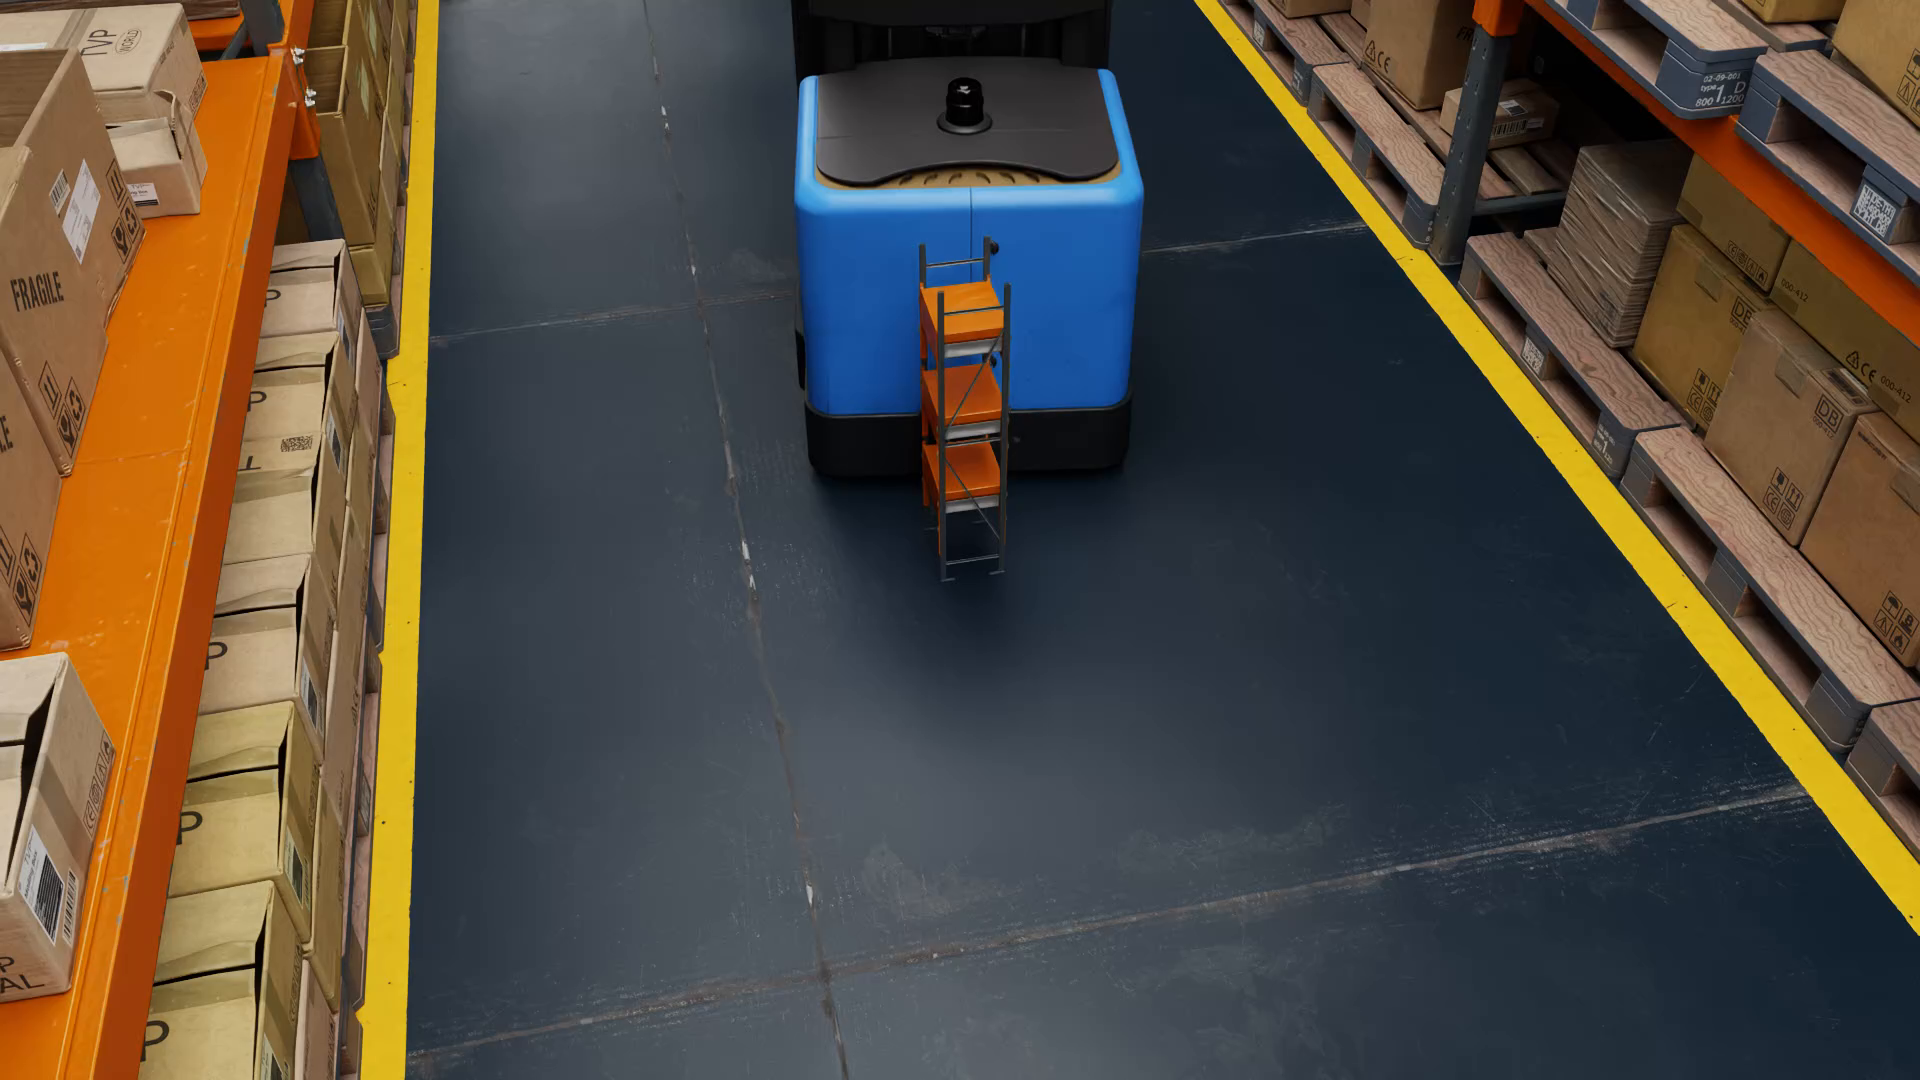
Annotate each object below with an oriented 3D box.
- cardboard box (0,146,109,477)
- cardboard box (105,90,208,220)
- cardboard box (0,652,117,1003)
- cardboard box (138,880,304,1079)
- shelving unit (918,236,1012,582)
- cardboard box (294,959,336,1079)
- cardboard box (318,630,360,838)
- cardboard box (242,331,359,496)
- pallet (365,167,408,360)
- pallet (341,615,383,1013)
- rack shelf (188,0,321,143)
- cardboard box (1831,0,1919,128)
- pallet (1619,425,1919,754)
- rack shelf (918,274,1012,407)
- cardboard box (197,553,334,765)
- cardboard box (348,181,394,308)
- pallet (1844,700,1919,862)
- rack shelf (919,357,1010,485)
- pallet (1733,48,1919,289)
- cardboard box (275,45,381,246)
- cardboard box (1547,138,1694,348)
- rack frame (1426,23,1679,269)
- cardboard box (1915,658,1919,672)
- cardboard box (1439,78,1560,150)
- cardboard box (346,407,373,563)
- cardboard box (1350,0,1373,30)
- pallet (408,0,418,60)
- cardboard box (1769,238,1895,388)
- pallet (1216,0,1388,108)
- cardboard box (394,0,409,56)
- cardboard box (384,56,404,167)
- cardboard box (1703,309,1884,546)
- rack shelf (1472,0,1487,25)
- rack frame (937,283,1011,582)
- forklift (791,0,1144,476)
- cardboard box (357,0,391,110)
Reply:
[{"bbox_3d":[-2.133,-0.443,3.414,0.500,0.500,0.500,-8,42,-9],"label":"cardboard box"},{"bbox_3d":[-2.136,-0.978,4.193,0.396,0.266,0.258,-9,42,-10],"label":"cardboard box"},{"bbox_3d":[-1.645,0.447,2.554,0.500,0.311,0.500,-9,42,-10],"label":"cardboard box"},{"bbox_3d":[-1.589,0.962,3.239,0.500,0.311,0.500,-9,42,-10],"label":"cardboard box"},{"bbox_3d":[0.012,-0.358,4.862,0.215,1.050,0.252,-8,42,-9],"label":"shelving unit"},{"bbox_3d":[-1.577,1.185,3.410,0.500,0.250,0.500,-9,42,-10],"label":"cardboard box"},{"bbox_3d":[-1.805,0.517,4.163,0.500,0.250,0.500,-8,42,-8],"label":"cardboard box"},{"bbox_3d":[-2.019,-0.352,4.720,0.500,0.311,0.500,-7,42,-8],"label":"cardboard box"},{"bbox_3d":[-2.635,-1.050,6.274,1.003,0.211,1.213,-8,42,-9],"label":"pallet"},{"bbox_3d":[-2.041,0.736,4.262,1.003,0.211,1.213,-8,42,-9],"label":"pallet"},{"bbox_3d":[-2.936,-2.599,6.460,1.077,0.370,4.000,-8,42,-9],"label":"rack shelf"},{"bbox_3d":[2.694,-1.365,4.122,0.700,0.500,0.500,-3,42,-3],"label":"cardboard box"},{"bbox_3d":[2.768,0.056,5.028,1.003,0.211,1.213,-8,42,-9],"label":"pallet"},{"bbox_3d":[0.012,-0.562,4.681,0.215,0.259,0.240,-8,42,-9],"label":"rack shelf"},{"bbox_3d":[-1.809,0.298,3.987,0.500,0.311,0.500,-9,42,-10],"label":"cardboard box"},{"bbox_3d":[-2.309,-1.044,5.922,0.500,0.250,0.500,-8,42,-9],"label":"cardboard box"},{"bbox_3d":[3.028,0.845,4.139,1.003,0.211,1.213,-8,42,-9],"label":"pallet"},{"bbox_3d":[0.012,-0.350,4.869,0.215,0.259,0.240,-8,42,-9],"label":"rack shelf"},{"bbox_3d":[2.728,-0.897,4.145,1.003,0.211,1.213,-8,42,-9],"label":"pallet"},{"bbox_3d":[-2.299,-1.326,5.675,0.500,0.500,0.500,-8,42,-9],"label":"cardboard box"},{"bbox_3d":[2.507,-1.039,5.712,0.700,0.500,0.500,-7,42,-8],"label":"cardboard box"},{"bbox_3d":[2.332,-2.284,5.563,1.000,3.000,0.127,-8,42,-9],"label":"rack frame"},{"bbox_3d":[2.991,0.269,4.238,0.700,0.500,0.500,-8,42,-9],"label":"cardboard box"},{"bbox_3d":[2.187,-1.731,6.744,0.380,0.166,0.250,-14,43,-15],"label":"cardboard box"},{"bbox_3d":[-2.025,-0.145,4.909,0.500,0.250,0.500,-9,42,-10],"label":"cardboard box"},{"bbox_3d":[2.006,-2.422,7.535,0.380,0.149,0.250,-12,43,-13],"label":"cardboard box"},{"bbox_3d":[-3.162,-2.632,8.056,1.003,0.211,1.213,-8,42,-9],"label":"pallet"},{"bbox_3d":[2.721,-0.698,4.763,0.500,0.250,0.500,-9,42,-11],"label":"cardboard box"},{"bbox_3d":[1.885,-2.464,7.866,1.003,0.211,1.213,-8,42,-9],"label":"pallet"},{"bbox_3d":[-2.734,-2.342,7.383,0.500,0.250,0.500,-8,42,-9],"label":"cardboard box"},{"bbox_3d":[-2.514,-1.694,6.654,0.500,0.250,0.500,-8,42,-9],"label":"cardboard box"},{"bbox_3d":[2.738,-0.375,4.964,0.700,0.500,0.500,-8,42,-9],"label":"cardboard box"},{"bbox_3d":[1.900,-3.311,7.263,1.077,0.370,4.000,-8,42,-9],"label":"rack shelf"},{"bbox_3d":[0.038,-0.279,4.773,0.200,1.050,0.008,-8,42,-9],"label":"rack frame"},{"bbox_3d":[-0.042,-2.265,5.594,1.130,2.935,3.031,-2,42,-2],"label":"forklift"},{"bbox_3d":[-2.515,-1.974,6.405,0.500,0.500,0.500,-8,42,-9],"label":"cardboard box"}]
